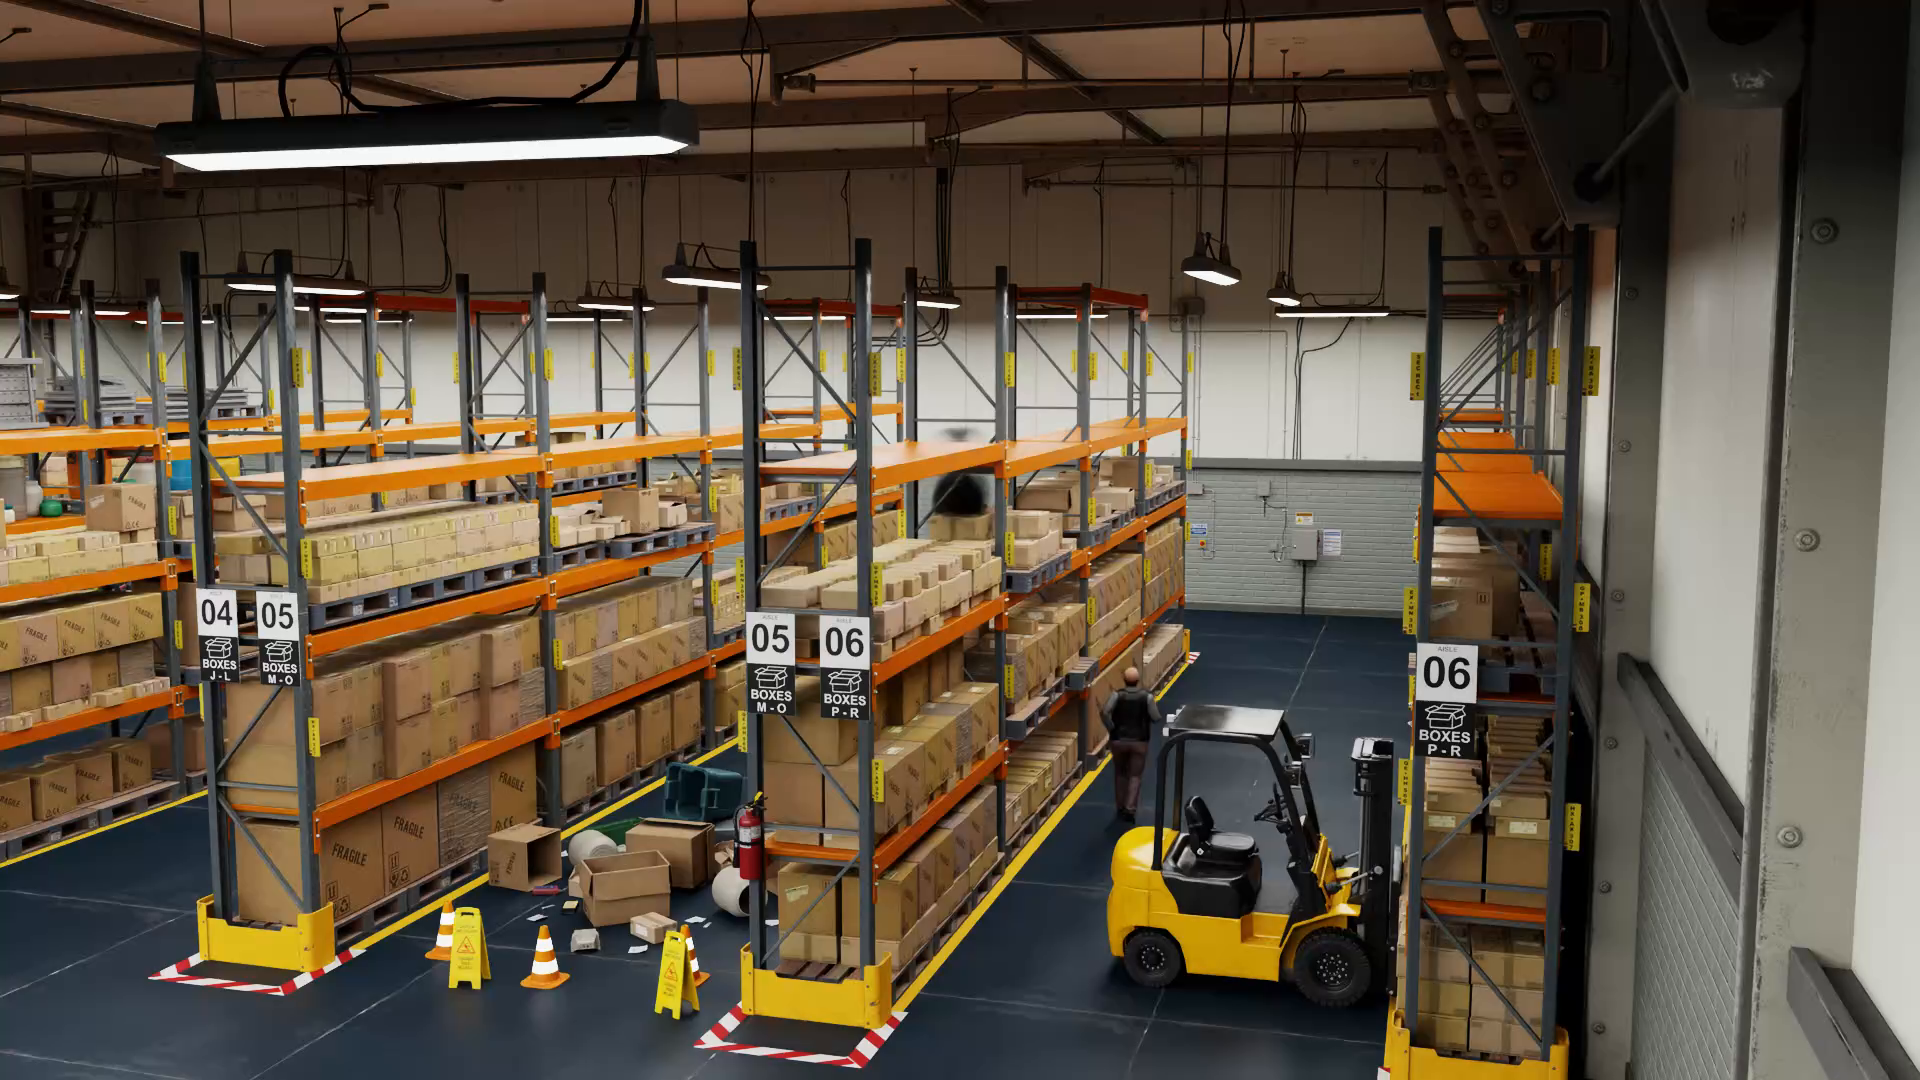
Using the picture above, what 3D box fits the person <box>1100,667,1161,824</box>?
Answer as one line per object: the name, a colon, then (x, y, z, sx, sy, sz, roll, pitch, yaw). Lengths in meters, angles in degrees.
person: (1.877, 2.257, 18.259, 0.650, 1.747, 0.832, 1, 7, 11)
